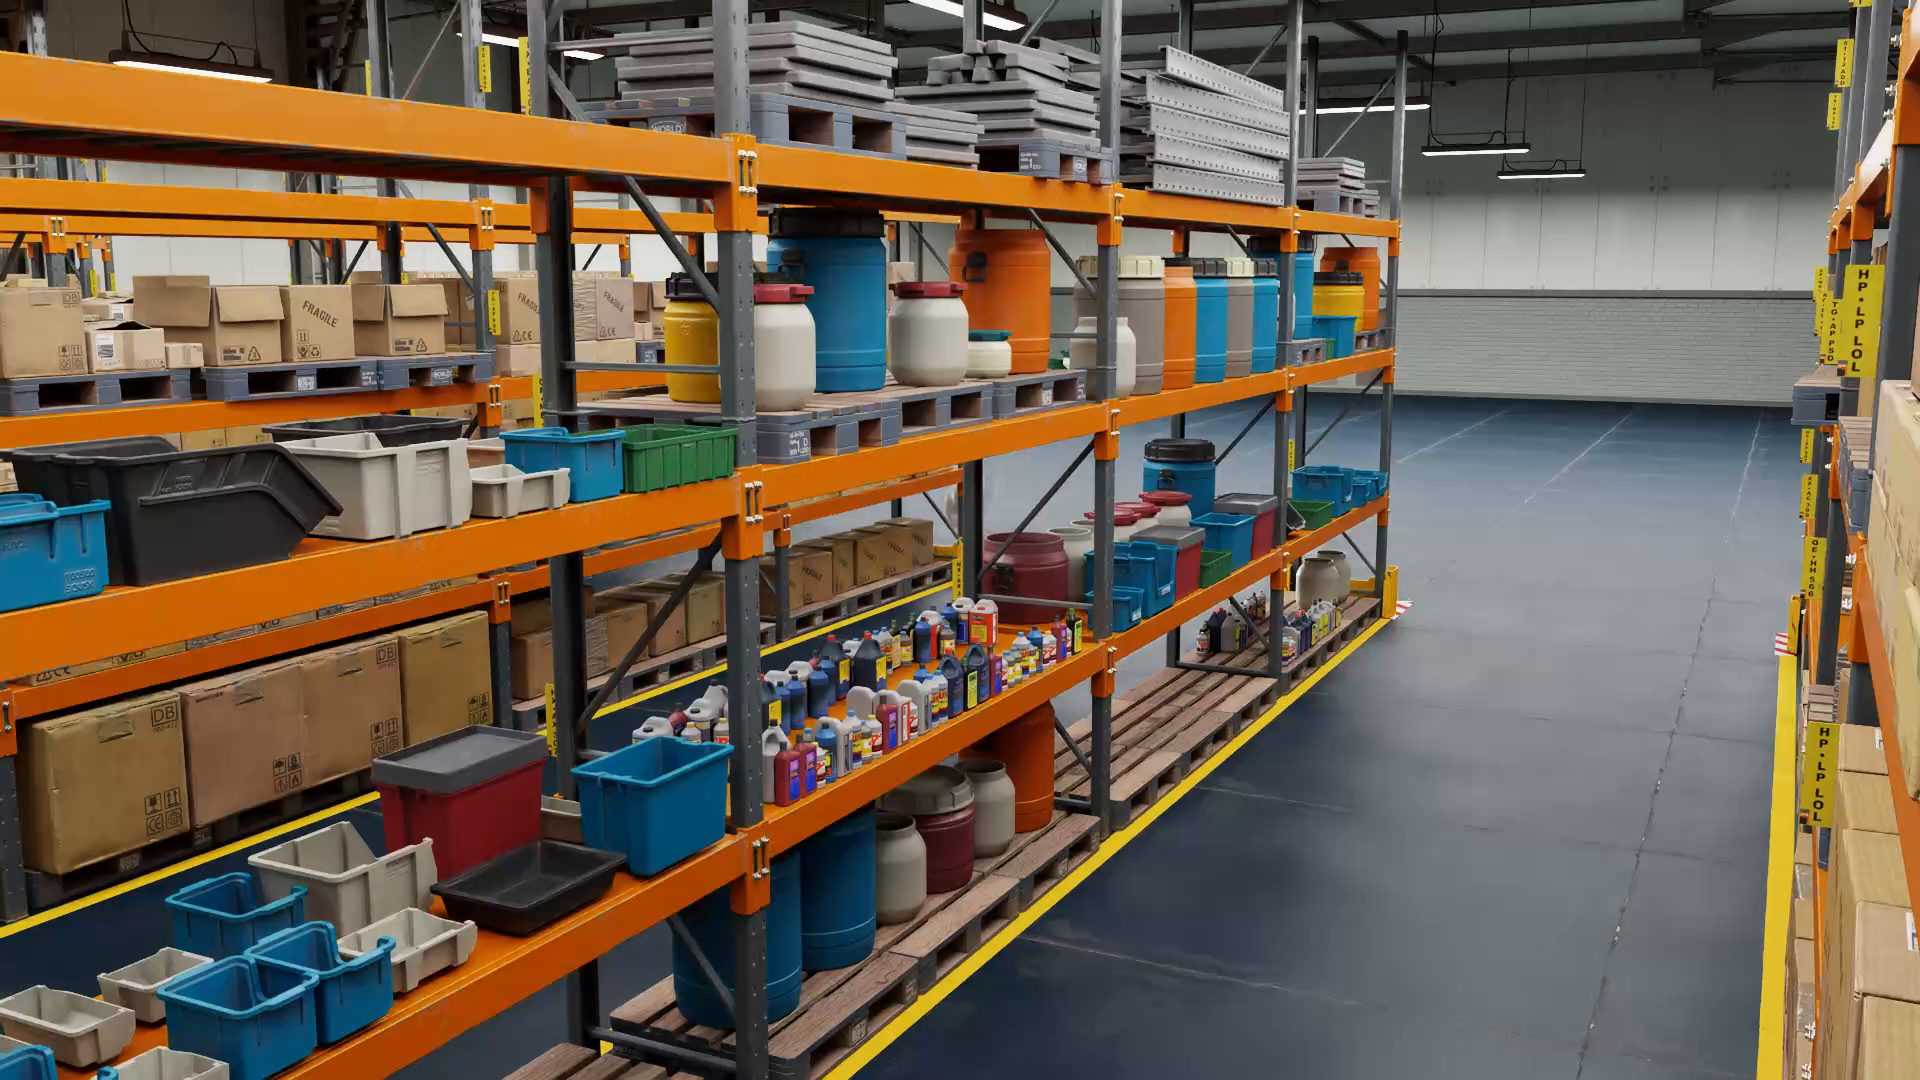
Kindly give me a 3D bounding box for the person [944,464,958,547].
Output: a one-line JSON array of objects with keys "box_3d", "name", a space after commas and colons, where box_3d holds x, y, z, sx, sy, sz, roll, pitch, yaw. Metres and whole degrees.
[{"box_3d": [0.034, -0.662, 21.277, 0.609, 1.666, 0.484, 6, 11, 31], "name": "person"}]
